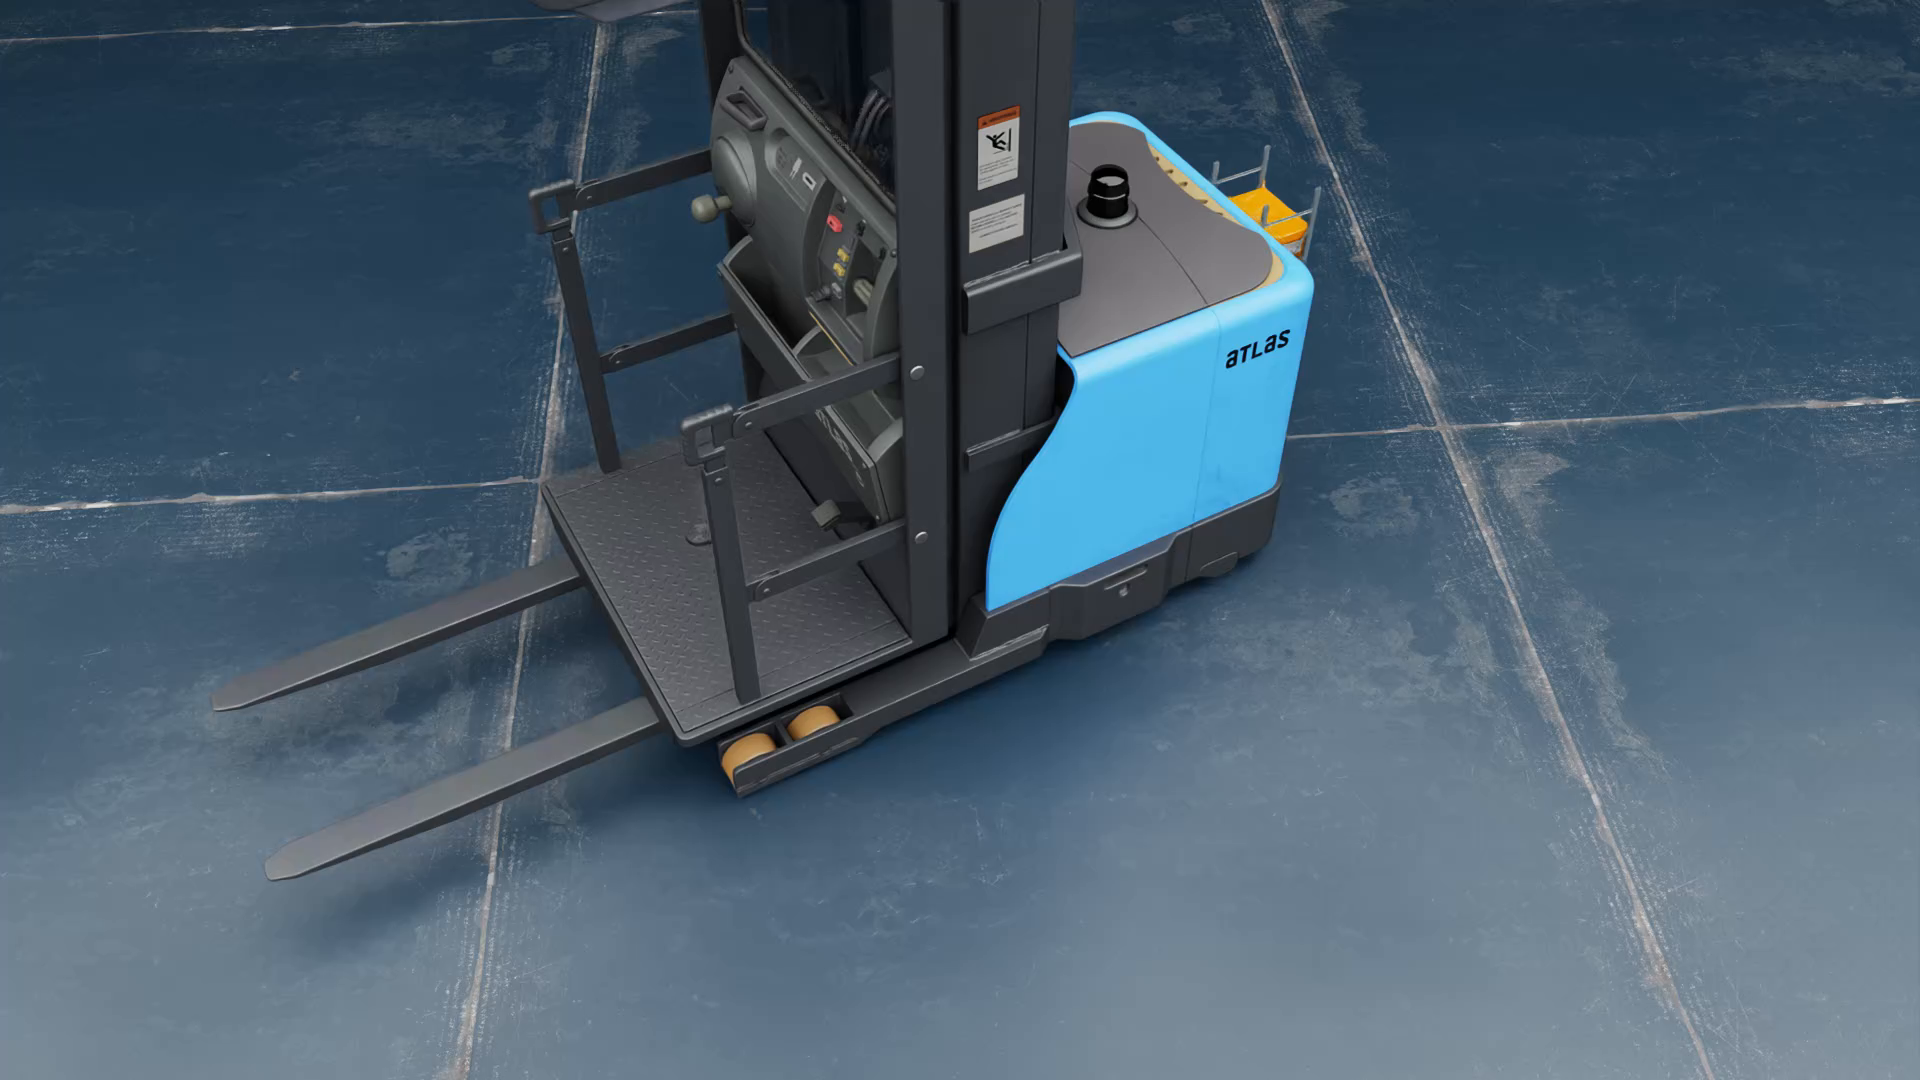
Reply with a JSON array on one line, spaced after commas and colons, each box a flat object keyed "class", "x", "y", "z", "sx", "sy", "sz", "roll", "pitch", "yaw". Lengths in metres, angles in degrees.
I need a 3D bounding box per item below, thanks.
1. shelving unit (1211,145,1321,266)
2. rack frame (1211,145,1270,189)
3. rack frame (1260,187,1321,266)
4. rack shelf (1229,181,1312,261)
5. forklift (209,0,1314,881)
[{"class": "shelving unit", "x": 0.877, "y": -0.689, "z": 5.176, "sx": 0.215, "sy": 1.050, "sz": 0.252, "roll": -21, "pitch": 50, "yaw": -20}, {"class": "rack frame", "x": 0.818, "y": -0.766, "z": 5.249, "sx": 0.200, "sy": 1.050, "sz": 0.008, "roll": -21, "pitch": 50, "yaw": -20}, {"class": "rack frame", "x": 0.936, "y": -0.611, "z": 5.103, "sx": 0.200, "sy": 1.050, "sz": 0.008, "roll": -21, "pitch": 50, "yaw": -20}, {"class": "rack shelf", "x": 0.882, "y": -0.878, "z": 4.979, "sx": 0.215, "sy": 0.259, "sz": 0.240, "roll": -21, "pitch": 50, "yaw": -20}, {"class": "forklift", "x": -0.567, "y": -0.756, "z": 3.948, "sx": 3.031, "sy": 2.935, "sz": 1.130, "roll": -22, "pitch": 50, "yaw": -20}]
